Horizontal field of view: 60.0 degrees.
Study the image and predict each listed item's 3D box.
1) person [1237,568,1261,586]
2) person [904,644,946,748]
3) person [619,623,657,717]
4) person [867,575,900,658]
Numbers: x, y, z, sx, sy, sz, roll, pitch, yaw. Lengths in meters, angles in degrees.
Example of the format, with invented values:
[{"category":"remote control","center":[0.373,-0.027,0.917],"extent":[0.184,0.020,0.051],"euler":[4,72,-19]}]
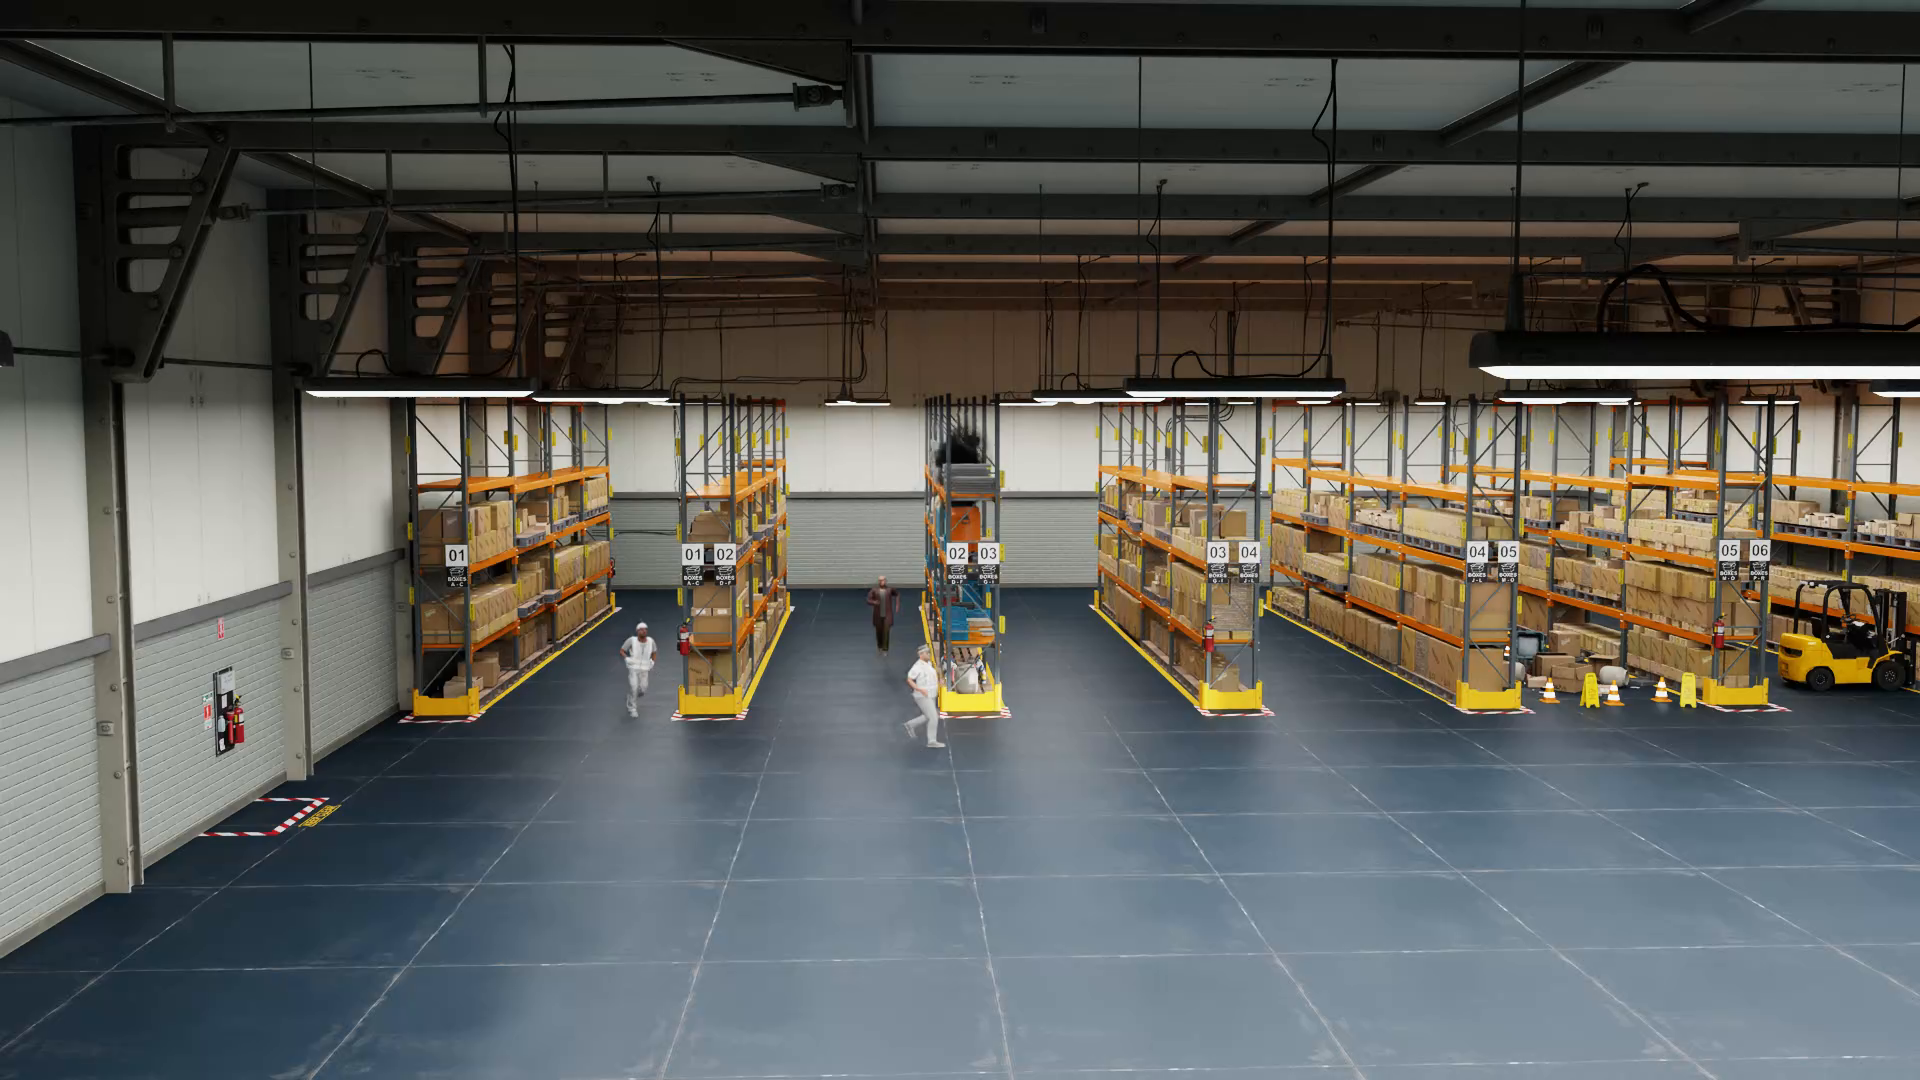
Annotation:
[{"category":"person","center":[7.812,1.289,44.970],"extent":[0.720,1.708,0.780],"euler":[0,5,3]},{"category":"person","center":[-0.616,2.624,28.158],"extent":[0.821,1.746,0.675],"euler":[2,5,24]},{"category":"person","center":[-6.017,2.410,31.177],"extent":[0.719,1.728,0.631],"euler":[-2,5,-26]},{"category":"person","center":[-1.687,1.693,36.471],"extent":[0.732,1.824,1.097],"euler":[0,5,2]}]
